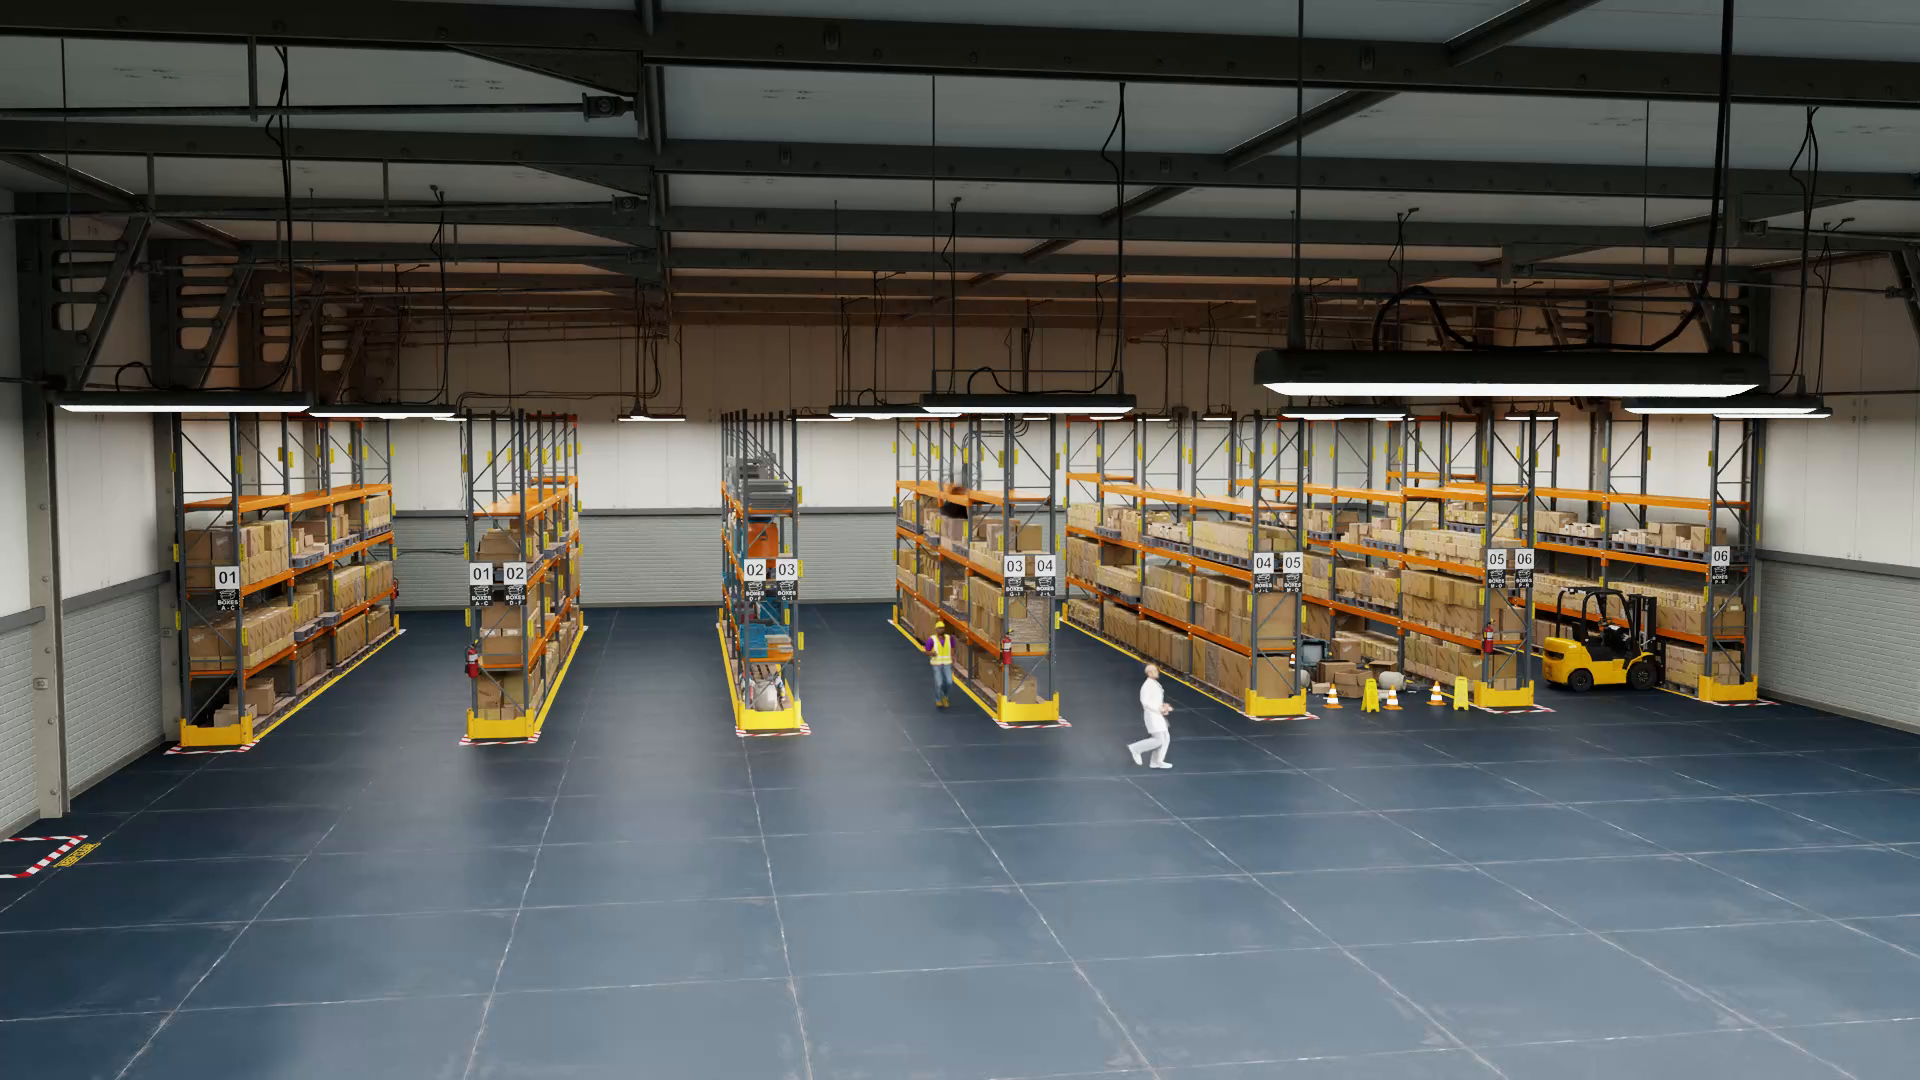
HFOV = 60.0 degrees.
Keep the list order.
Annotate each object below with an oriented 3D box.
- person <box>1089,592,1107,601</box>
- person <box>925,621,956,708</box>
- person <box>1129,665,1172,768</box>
[{"bbox_3d":[4.101,1.349,49.976,1.046,1.729,0.710,0,4,-6],"label":"person"},{"bbox_3d":[-0.360,2.516,33.439,0.680,1.750,0.626,-1,4,-13],"label":"person"},{"bbox_3d":[3.176,2.929,27.617,0.707,1.727,0.713,1,4,16],"label":"person"}]
